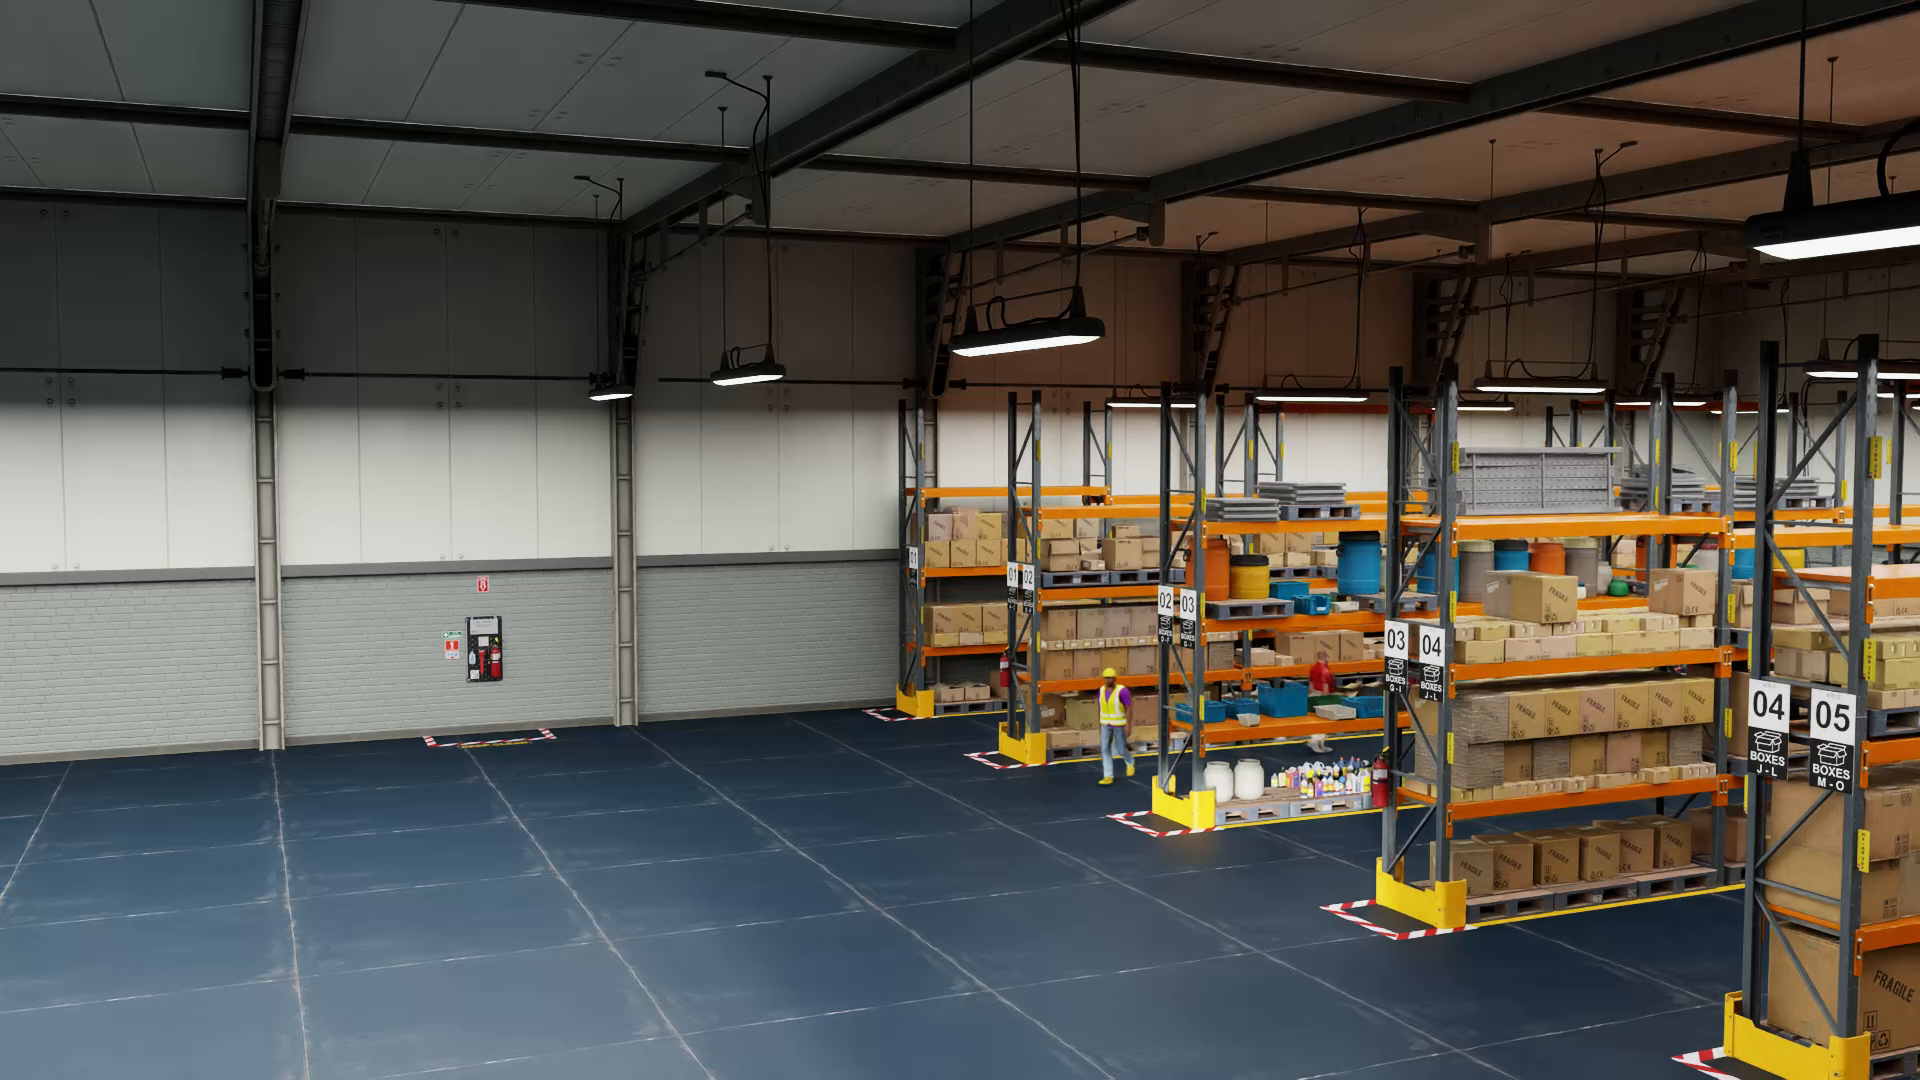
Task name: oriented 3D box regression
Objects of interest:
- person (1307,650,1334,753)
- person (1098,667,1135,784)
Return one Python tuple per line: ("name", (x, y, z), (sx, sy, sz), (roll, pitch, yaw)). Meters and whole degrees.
("person", (5.982, 2.688, 27.656), (0.547, 1.723, 0.582), (-1, 4, -17))
("person", (2.382, 2.806, 25.329), (0.608, 1.751, 0.862), (2, 4, 33))
